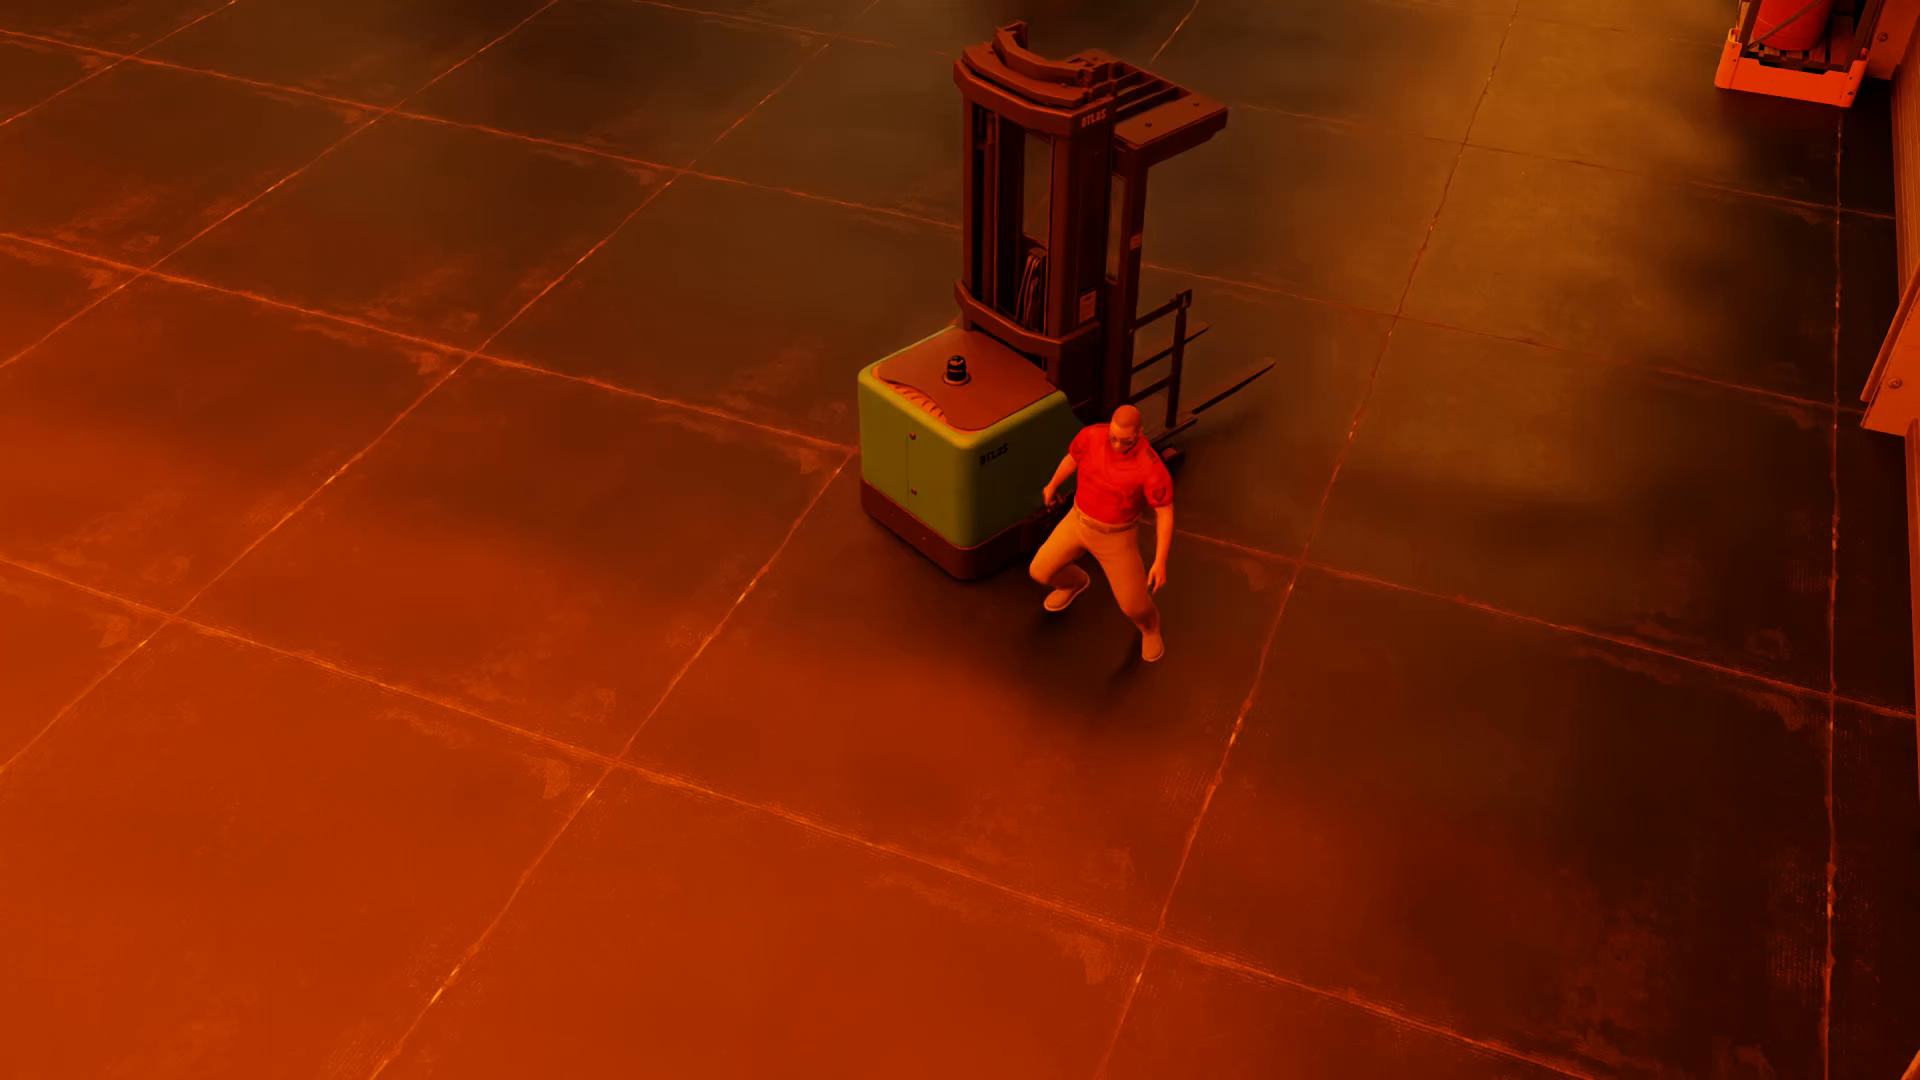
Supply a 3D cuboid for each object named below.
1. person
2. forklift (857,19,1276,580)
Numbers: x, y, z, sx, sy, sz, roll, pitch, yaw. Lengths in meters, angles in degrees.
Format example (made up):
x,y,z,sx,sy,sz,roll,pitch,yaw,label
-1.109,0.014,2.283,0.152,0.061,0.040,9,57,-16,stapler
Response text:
x,y,z,sx,sy,sz,roll,pitch,yaw,label
0.796,-0.077,9.132,0.934,1.637,0.562,30,48,31,person
0.816,-1.698,10.035,3.031,2.935,1.130,-30,48,-31,forklift
